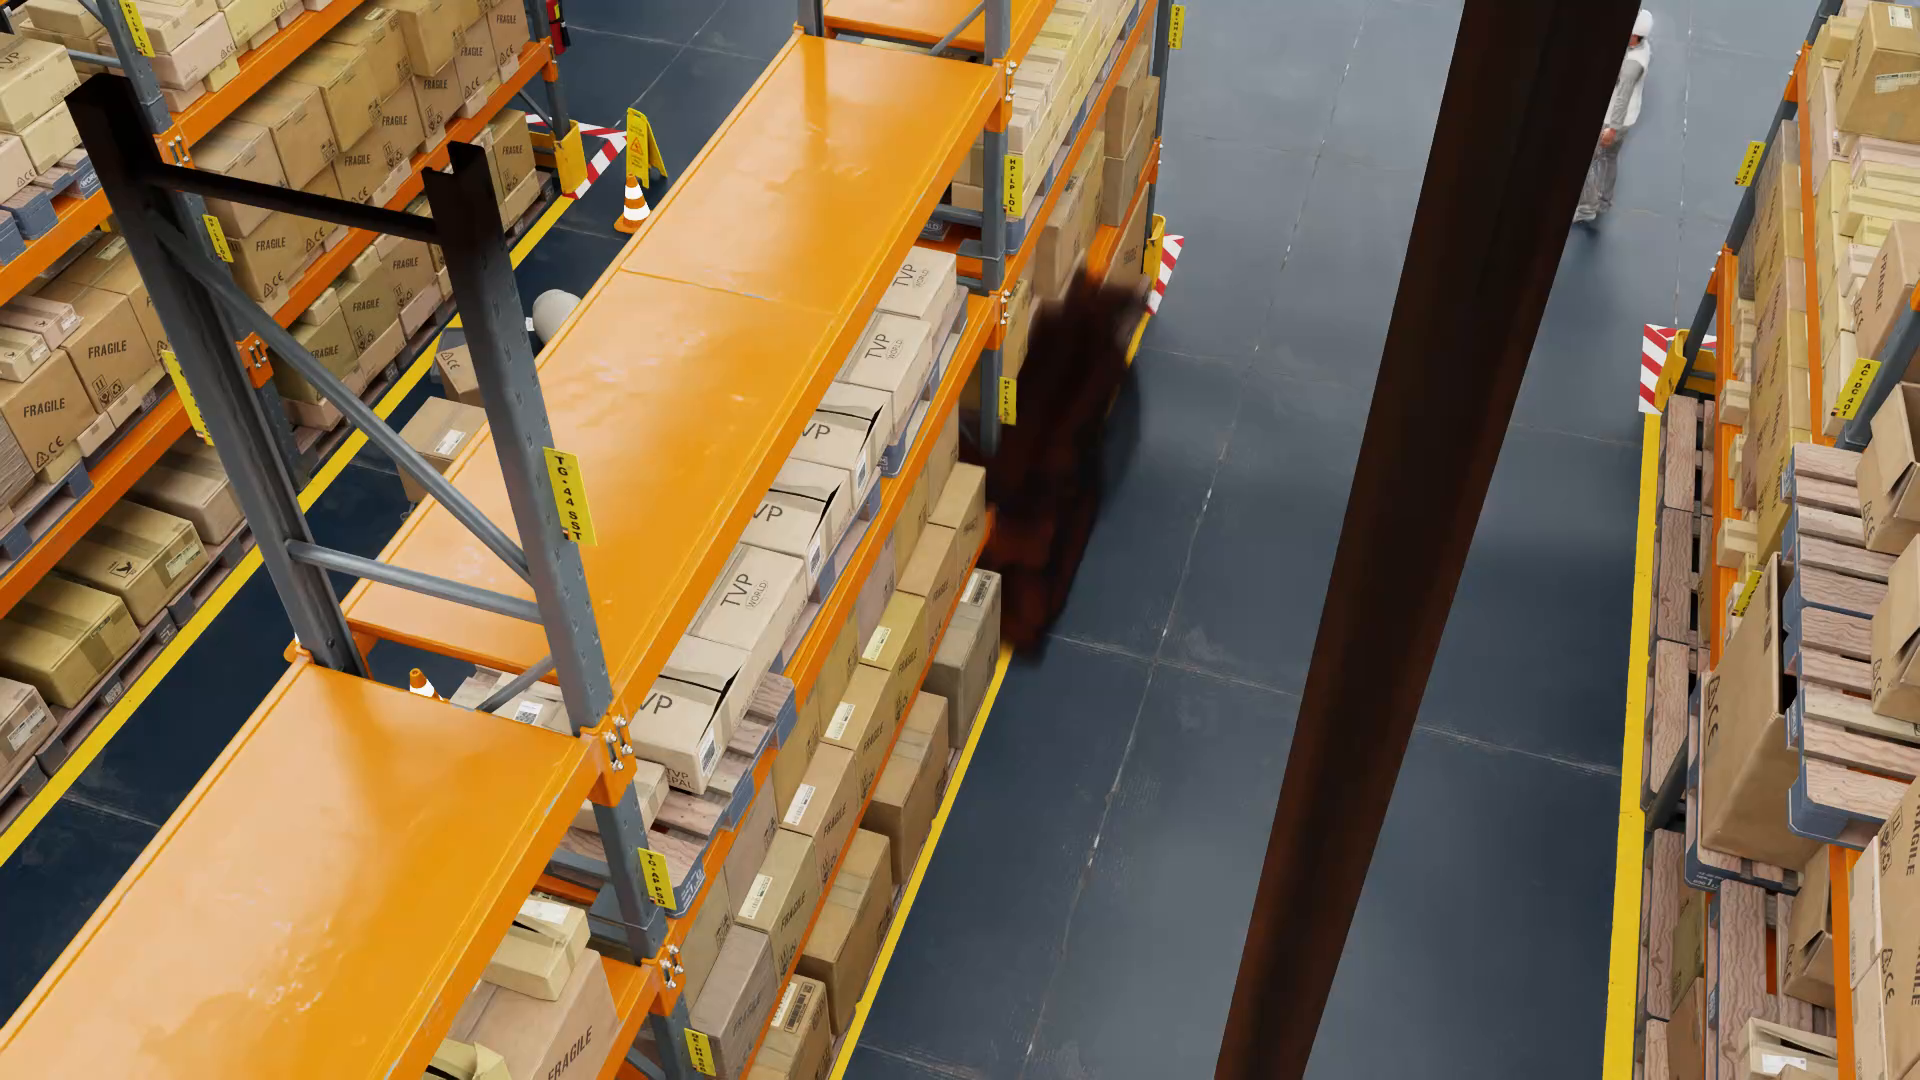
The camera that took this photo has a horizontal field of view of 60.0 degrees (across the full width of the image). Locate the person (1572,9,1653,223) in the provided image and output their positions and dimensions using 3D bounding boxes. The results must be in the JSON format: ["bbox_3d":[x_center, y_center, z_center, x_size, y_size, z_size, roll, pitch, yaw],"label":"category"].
[{"bbox_3d":[5.207,-3.400,13.245,0.421,1.788,0.639,21,49,19],"label":"person"}]
